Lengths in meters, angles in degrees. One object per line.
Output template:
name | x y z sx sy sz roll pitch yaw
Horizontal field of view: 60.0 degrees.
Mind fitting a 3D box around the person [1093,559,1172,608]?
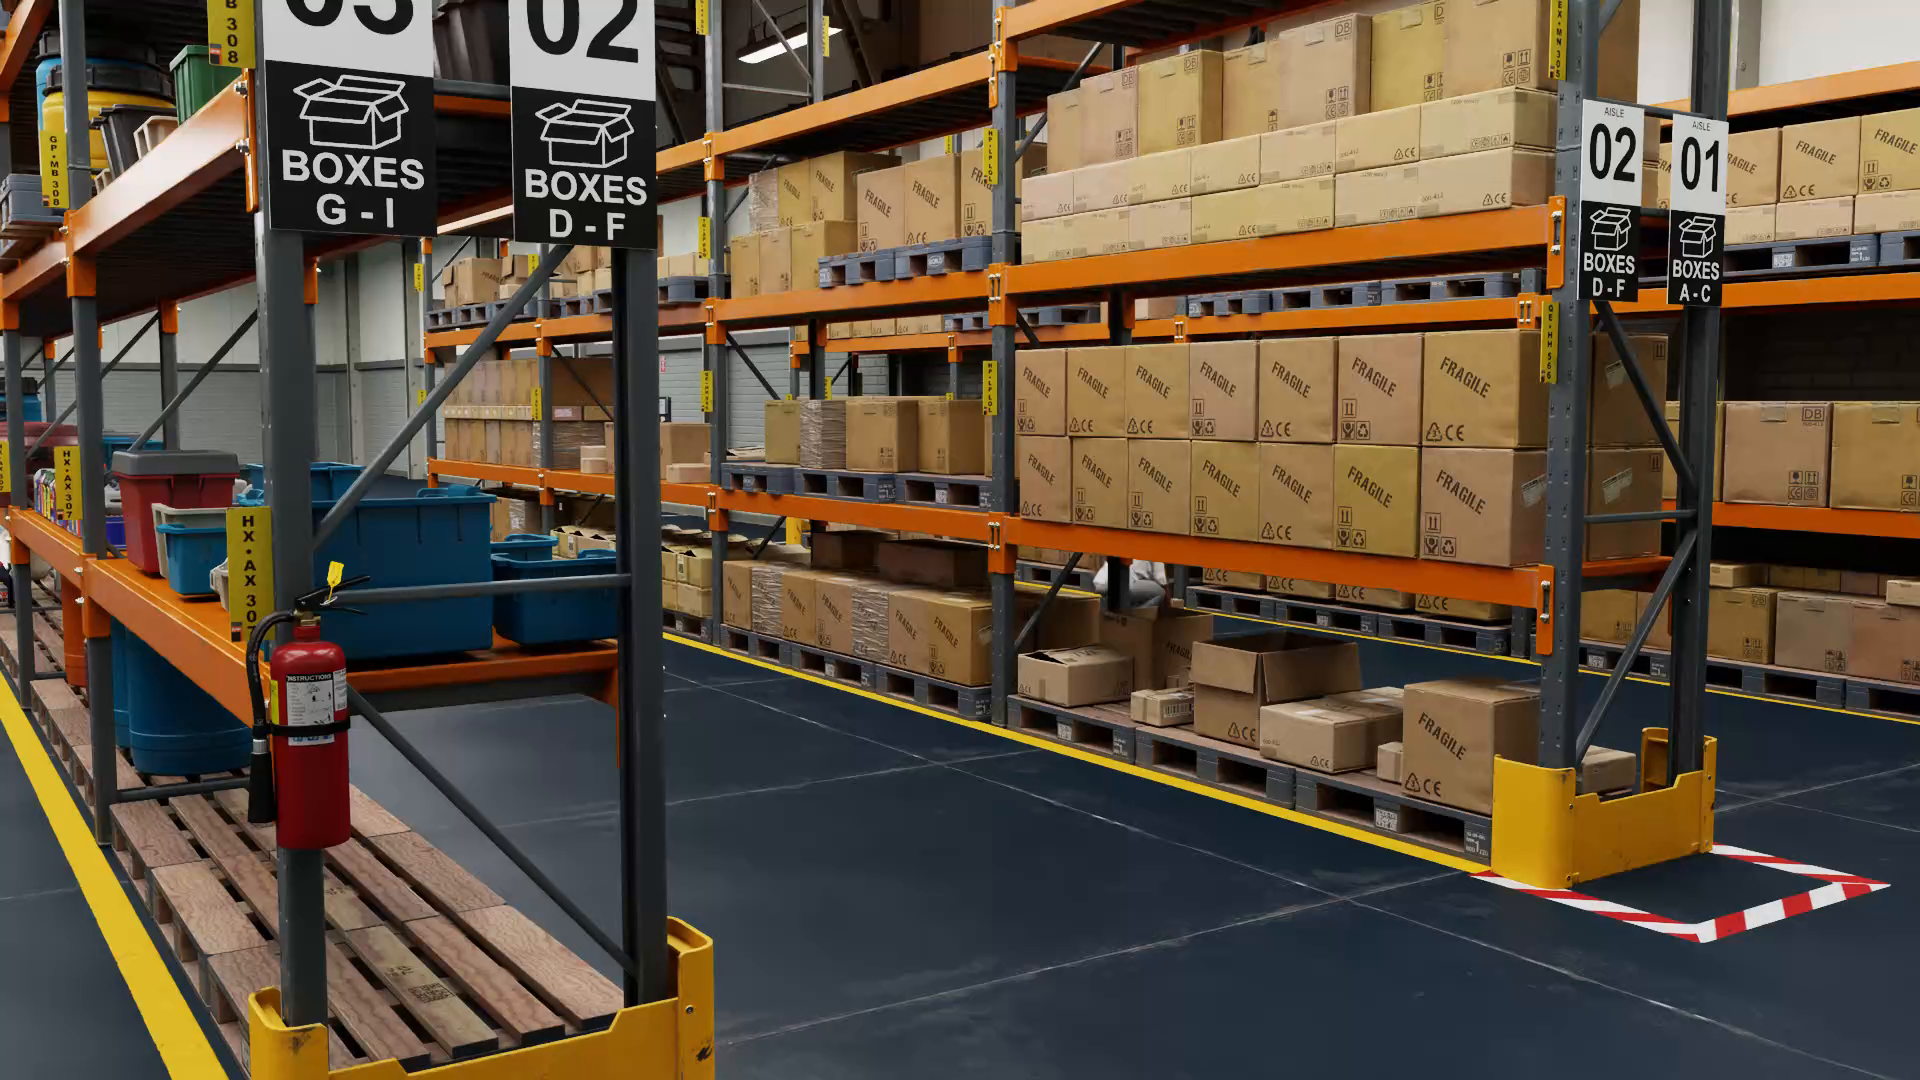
person | 1.556 0.377 14.558 0.863 0.845 0.471 -3 6 -34
